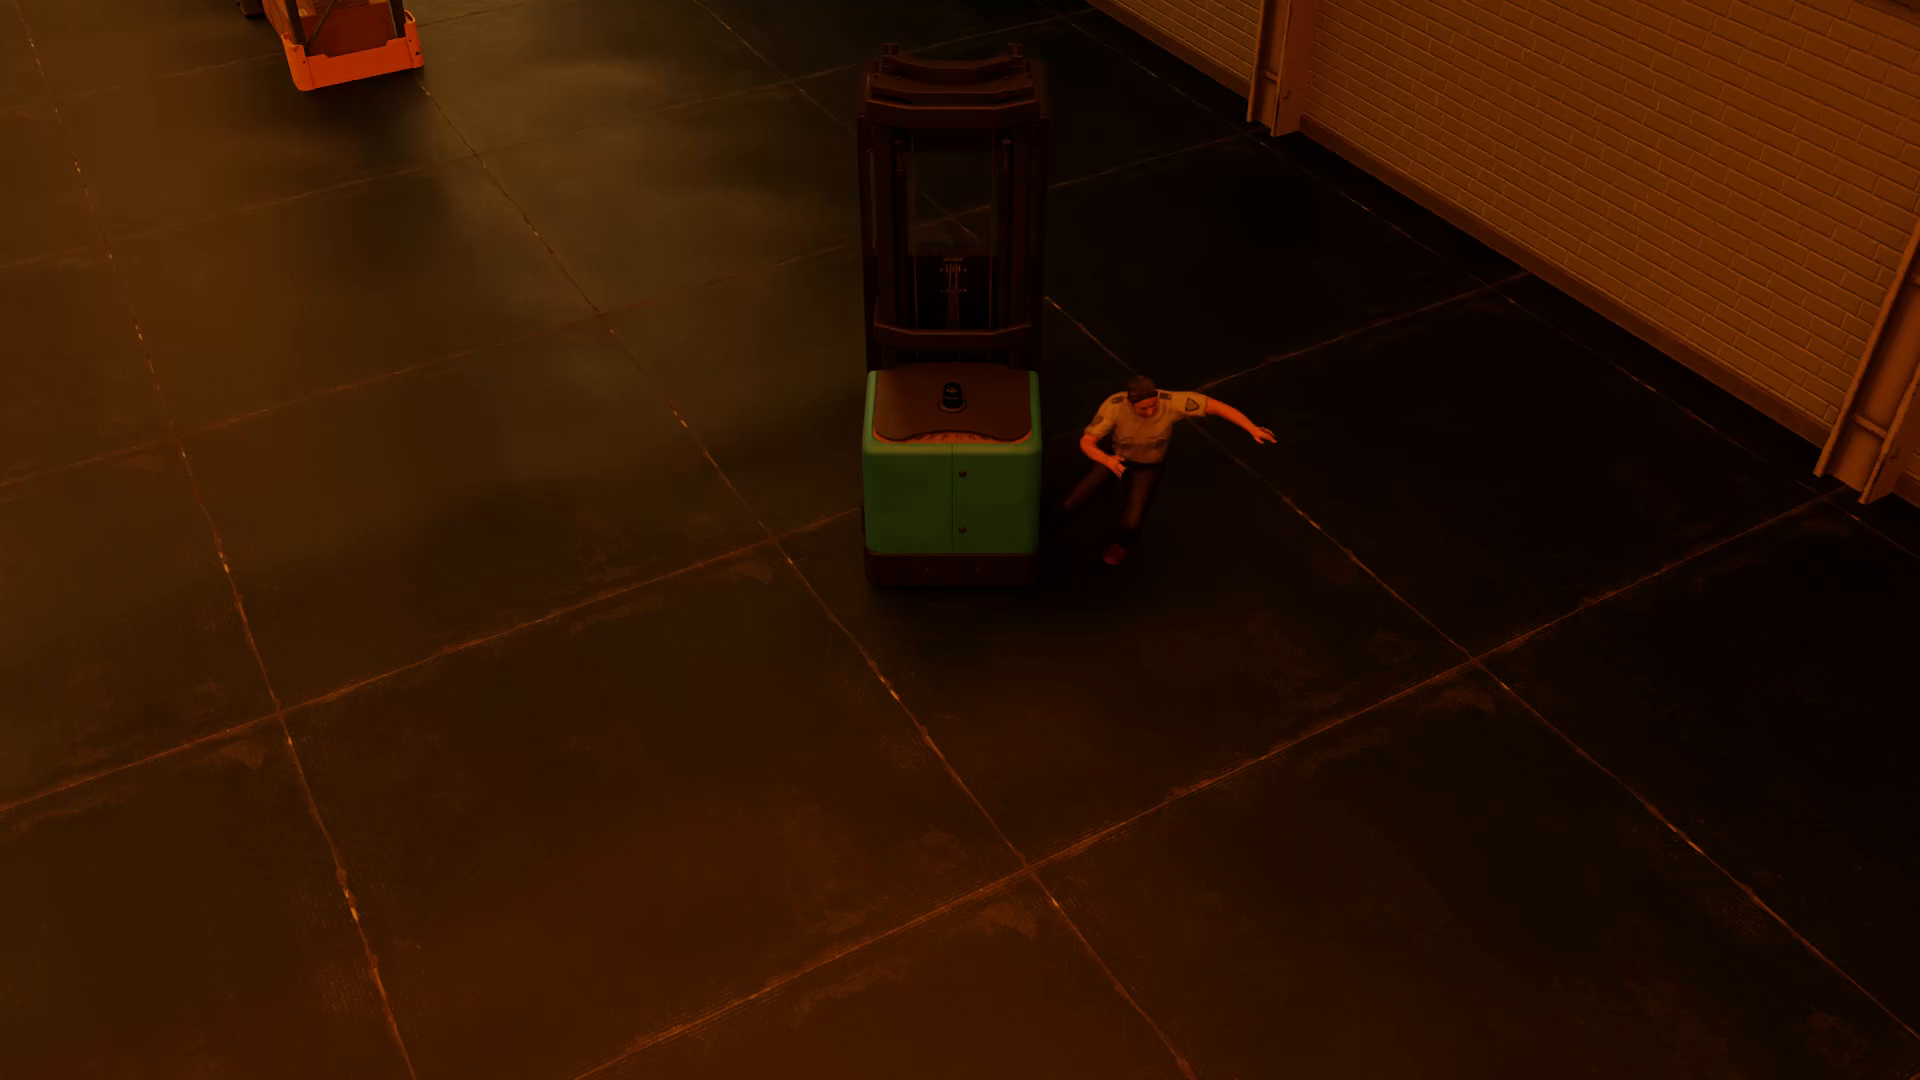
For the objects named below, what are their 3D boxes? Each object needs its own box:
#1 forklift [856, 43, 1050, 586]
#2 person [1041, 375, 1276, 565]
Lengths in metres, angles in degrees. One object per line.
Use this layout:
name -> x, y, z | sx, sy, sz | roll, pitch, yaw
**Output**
forklift -> -0.038, -1.766, 10.165 | 1.130, 2.935, 3.031 | 0, 40, 0
person -> 1.025, -0.361, 9.719 | 1.526, 1.356, 0.760 | 4, 40, 5
